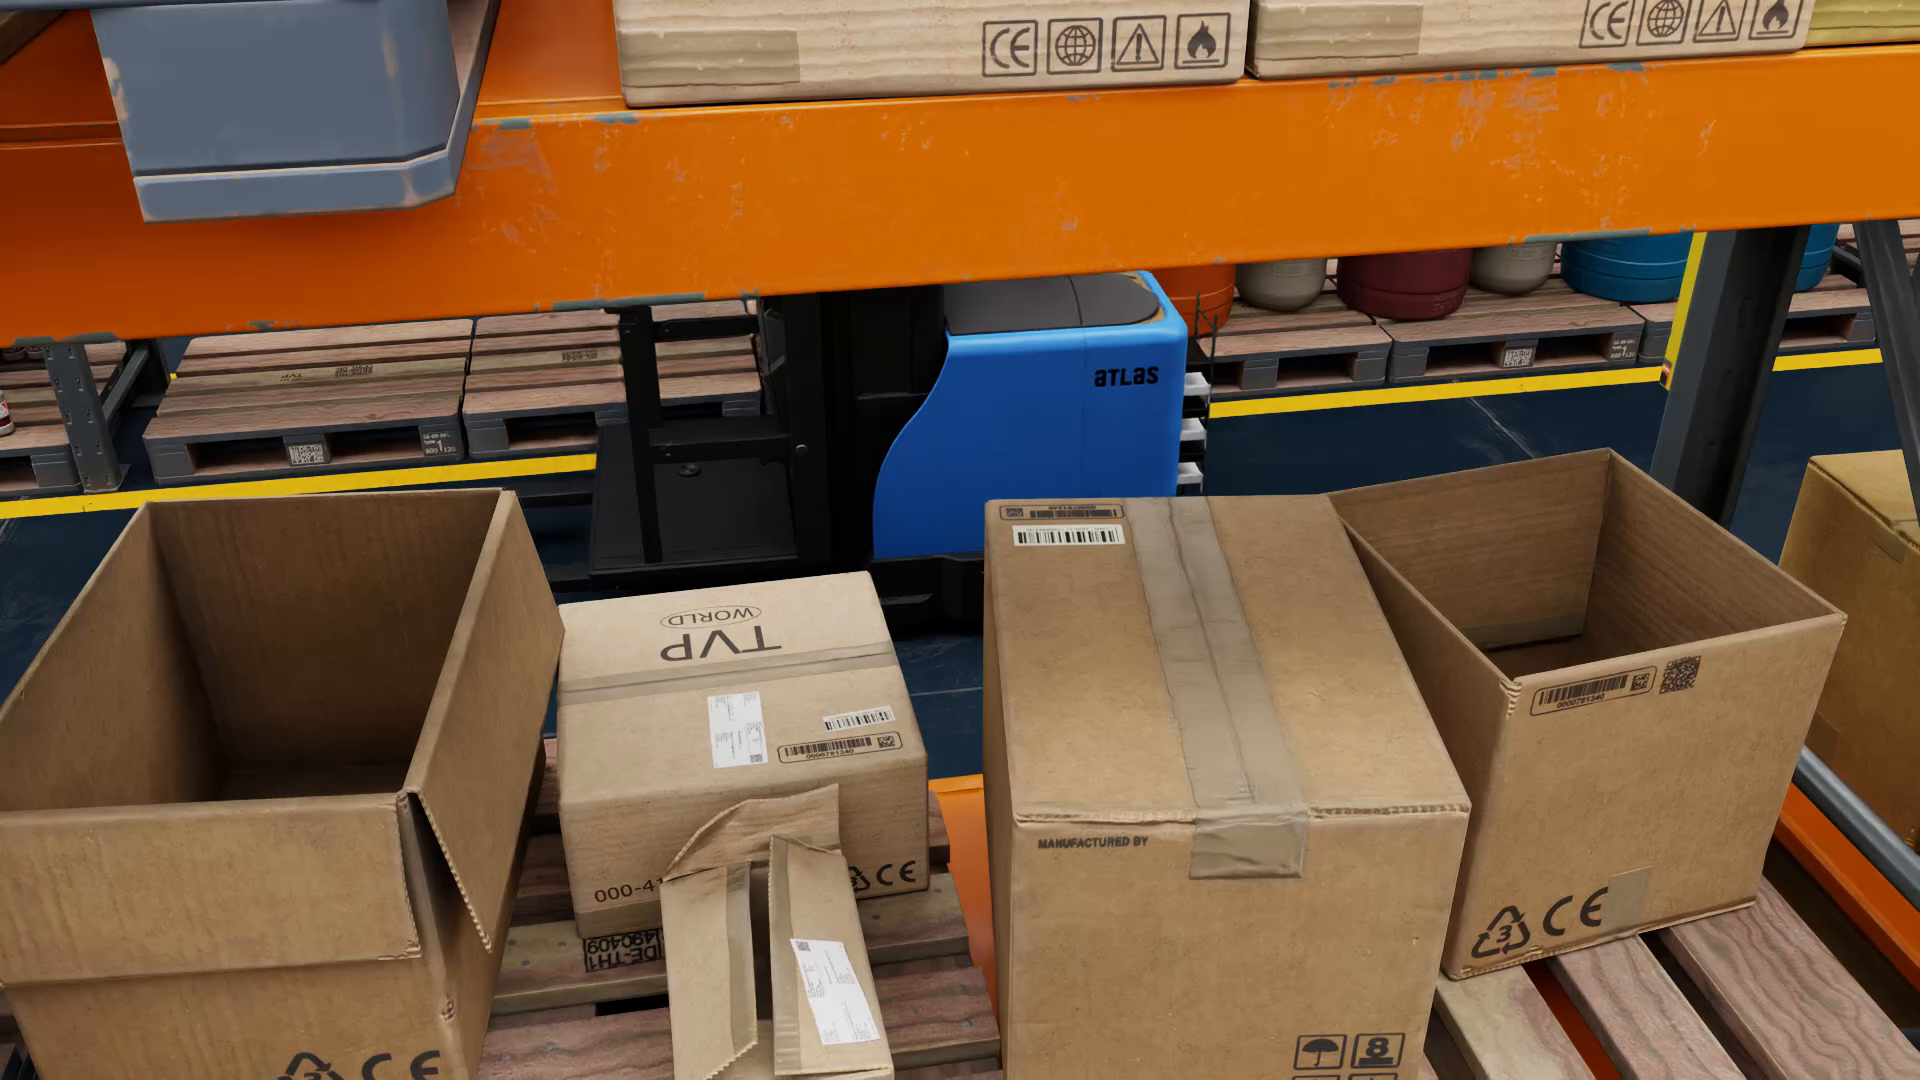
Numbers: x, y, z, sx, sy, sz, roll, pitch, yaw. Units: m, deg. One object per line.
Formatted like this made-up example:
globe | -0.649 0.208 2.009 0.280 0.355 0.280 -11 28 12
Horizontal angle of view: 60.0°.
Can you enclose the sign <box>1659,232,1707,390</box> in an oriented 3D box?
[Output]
sign | 1.248 -0.394 2.818 0.005 0.325 0.100 -5 31 -9

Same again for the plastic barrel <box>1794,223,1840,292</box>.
plastic barrel | 3.856 -1.688 7.818 0.708 0.901 0.600 -5 31 -9

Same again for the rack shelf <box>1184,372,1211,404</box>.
rack shelf | 0.779 -0.575 6.050 0.200 0.077 0.258 -4 31 -7

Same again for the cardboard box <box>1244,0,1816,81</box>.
cardboard box | 0.442 -0.629 1.549 0.500 0.250 0.500 -5 31 -9

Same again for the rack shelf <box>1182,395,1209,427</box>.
rack shelf | 0.779 -0.497 6.096 0.200 0.077 0.258 -4 31 -7

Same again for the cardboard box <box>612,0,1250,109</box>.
cardboard box | -0.052 -0.585 1.473 0.500 0.250 0.500 -4 31 -8

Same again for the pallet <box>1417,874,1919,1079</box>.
pallet | 0.669 0.582 2.489 1.003 0.211 1.213 -5 31 -9

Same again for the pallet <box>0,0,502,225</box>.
pallet | -0.937 -0.565 1.477 1.003 0.211 1.213 -5 31 -9

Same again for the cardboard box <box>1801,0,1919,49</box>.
cardboard box | 0.928 -0.681 1.638 0.500 0.250 0.500 -5 31 -9

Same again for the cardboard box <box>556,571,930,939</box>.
cardboard box | -0.339 0.304 2.508 0.500 0.250 0.500 -6 31 -10

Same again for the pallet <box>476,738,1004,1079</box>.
pallet | -0.589 0.665 2.348 1.213 0.211 1.003 -5 31 -9

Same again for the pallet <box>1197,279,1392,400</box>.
pallet | 1.227 -0.979 7.706 1.213 0.211 1.003 -5 31 -9

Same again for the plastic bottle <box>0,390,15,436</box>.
plastic bottle | -3.776 -0.518 6.498 0.097 0.201 0.097 0 30 0

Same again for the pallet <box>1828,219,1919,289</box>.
pallet | 5.110 -1.337 8.316 1.213 0.211 1.003 -5 31 -9

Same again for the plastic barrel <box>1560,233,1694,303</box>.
plastic barrel | 3.159 -1.624 7.708 0.708 0.901 0.600 -5 31 -9

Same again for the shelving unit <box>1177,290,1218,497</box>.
shelving unit | 0.779 -0.448 6.125 0.210 0.900 0.258 -4 31 -7

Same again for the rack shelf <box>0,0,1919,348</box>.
rack shelf | -0.616 -0.419 1.753 4.000 0.370 1.077 -5 31 -9

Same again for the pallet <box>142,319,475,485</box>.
pallet | -2.710 -0.612 7.082 1.213 0.211 1.003 -5 31 -9

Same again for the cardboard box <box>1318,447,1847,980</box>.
cardboard box | 0.827 0.227 2.392 0.500 0.500 0.500 -9 32 -15

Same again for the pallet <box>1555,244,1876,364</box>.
pallet | 3.627 -1.201 8.085 1.213 0.211 1.003 -5 31 -9

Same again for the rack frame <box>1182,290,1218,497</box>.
rack frame | 0.880 -0.456 6.138 0.006 0.900 0.240 -4 31 -7

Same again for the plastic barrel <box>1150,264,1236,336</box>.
plastic barrel | 0.937 -1.387 7.375 0.708 0.830 0.600 -5 31 -9

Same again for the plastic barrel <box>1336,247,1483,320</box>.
plastic barrel | 2.048 -1.386 7.612 0.708 0.588 0.600 -5 31 -9

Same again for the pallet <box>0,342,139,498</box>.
pallet | -4.144 -0.480 6.858 1.213 0.211 1.003 -5 31 -9

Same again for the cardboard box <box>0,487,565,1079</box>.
cardboard box | -0.895 0.317 2.236 0.637 0.503 0.797 -2 31 -4

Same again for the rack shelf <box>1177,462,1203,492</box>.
rack shelf | 0.779 -0.265 6.233 0.200 0.077 0.258 -4 31 -7

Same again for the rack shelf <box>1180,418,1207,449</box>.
rack shelf | 0.779 -0.420 6.142 0.200 0.077 0.258 -4 31 -7

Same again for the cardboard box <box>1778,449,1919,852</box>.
cardboard box | 1.792 0.170 2.903 0.500 0.500 0.500 -4 31 -7

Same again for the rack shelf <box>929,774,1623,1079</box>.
rack shelf | -0.616 0.874 2.514 4.000 0.370 1.077 -5 31 -9

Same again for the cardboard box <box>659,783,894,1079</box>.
cardboard box | -0.240 0.545 2.081 0.258 0.266 0.396 -6 31 -10

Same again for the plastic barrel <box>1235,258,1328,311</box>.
plastic barrel | 1.477 -1.346 7.619 0.421 0.512 0.421 0 30 0

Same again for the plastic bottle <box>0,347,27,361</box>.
plastic bottle | -4.068 -0.877 7.109 0.097 0.201 0.097 0 30 0

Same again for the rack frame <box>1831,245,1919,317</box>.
rack frame | 4.394 -2.453 7.462 0.127 3.000 1.000 -5 31 -9

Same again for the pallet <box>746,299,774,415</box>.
pallet | -0.310 -0.834 7.461 1.213 0.211 1.003 -5 31 -9

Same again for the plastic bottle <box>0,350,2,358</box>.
plastic bottle | -4.181 -0.885 7.048 0.135 0.276 0.152 -4 31 -7

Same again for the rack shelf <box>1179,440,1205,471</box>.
rack shelf | 0.779 -0.342 6.187 0.200 0.077 0.258 -4 31 -7

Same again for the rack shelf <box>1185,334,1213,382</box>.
rack shelf | 0.779 -0.652 6.005 0.200 0.077 0.258 -4 31 -7

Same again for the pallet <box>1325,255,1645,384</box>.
pallet | 2.425 -1.088 7.892 1.213 0.211 1.003 -5 31 -9

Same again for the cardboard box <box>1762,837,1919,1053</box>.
cardboard box | 2.034 1.064 3.163 0.875 0.875 1.225 -7 31 -11

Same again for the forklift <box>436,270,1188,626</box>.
forklift | -0.811 -1.153 5.319 3.031 2.935 1.130 -4 31 -7

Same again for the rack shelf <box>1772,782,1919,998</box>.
rack shelf | 3.319 0.509 3.135 4.000 0.370 1.077 -5 31 -9

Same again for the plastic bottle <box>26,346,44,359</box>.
plastic bottle | -3.968 -0.886 7.125 0.097 0.201 0.097 0 30 0

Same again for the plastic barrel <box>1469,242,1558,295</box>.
plastic barrel | 2.587 -1.449 7.795 0.421 0.512 0.421 0 30 0

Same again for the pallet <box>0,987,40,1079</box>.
pallet | -1.805 0.832 2.065 1.213 0.211 1.003 -5 31 -9

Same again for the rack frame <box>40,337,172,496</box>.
rack frame | -3.475 -1.723 6.220 0.127 3.000 1.000 -5 31 -9

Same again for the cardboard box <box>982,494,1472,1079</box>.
cardboard box | 0.296 0.328 2.221 0.500 0.500 0.700 -1 30 -2

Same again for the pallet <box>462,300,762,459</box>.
pallet | -1.507 -0.725 7.274 1.213 0.211 1.003 -5 31 -9
